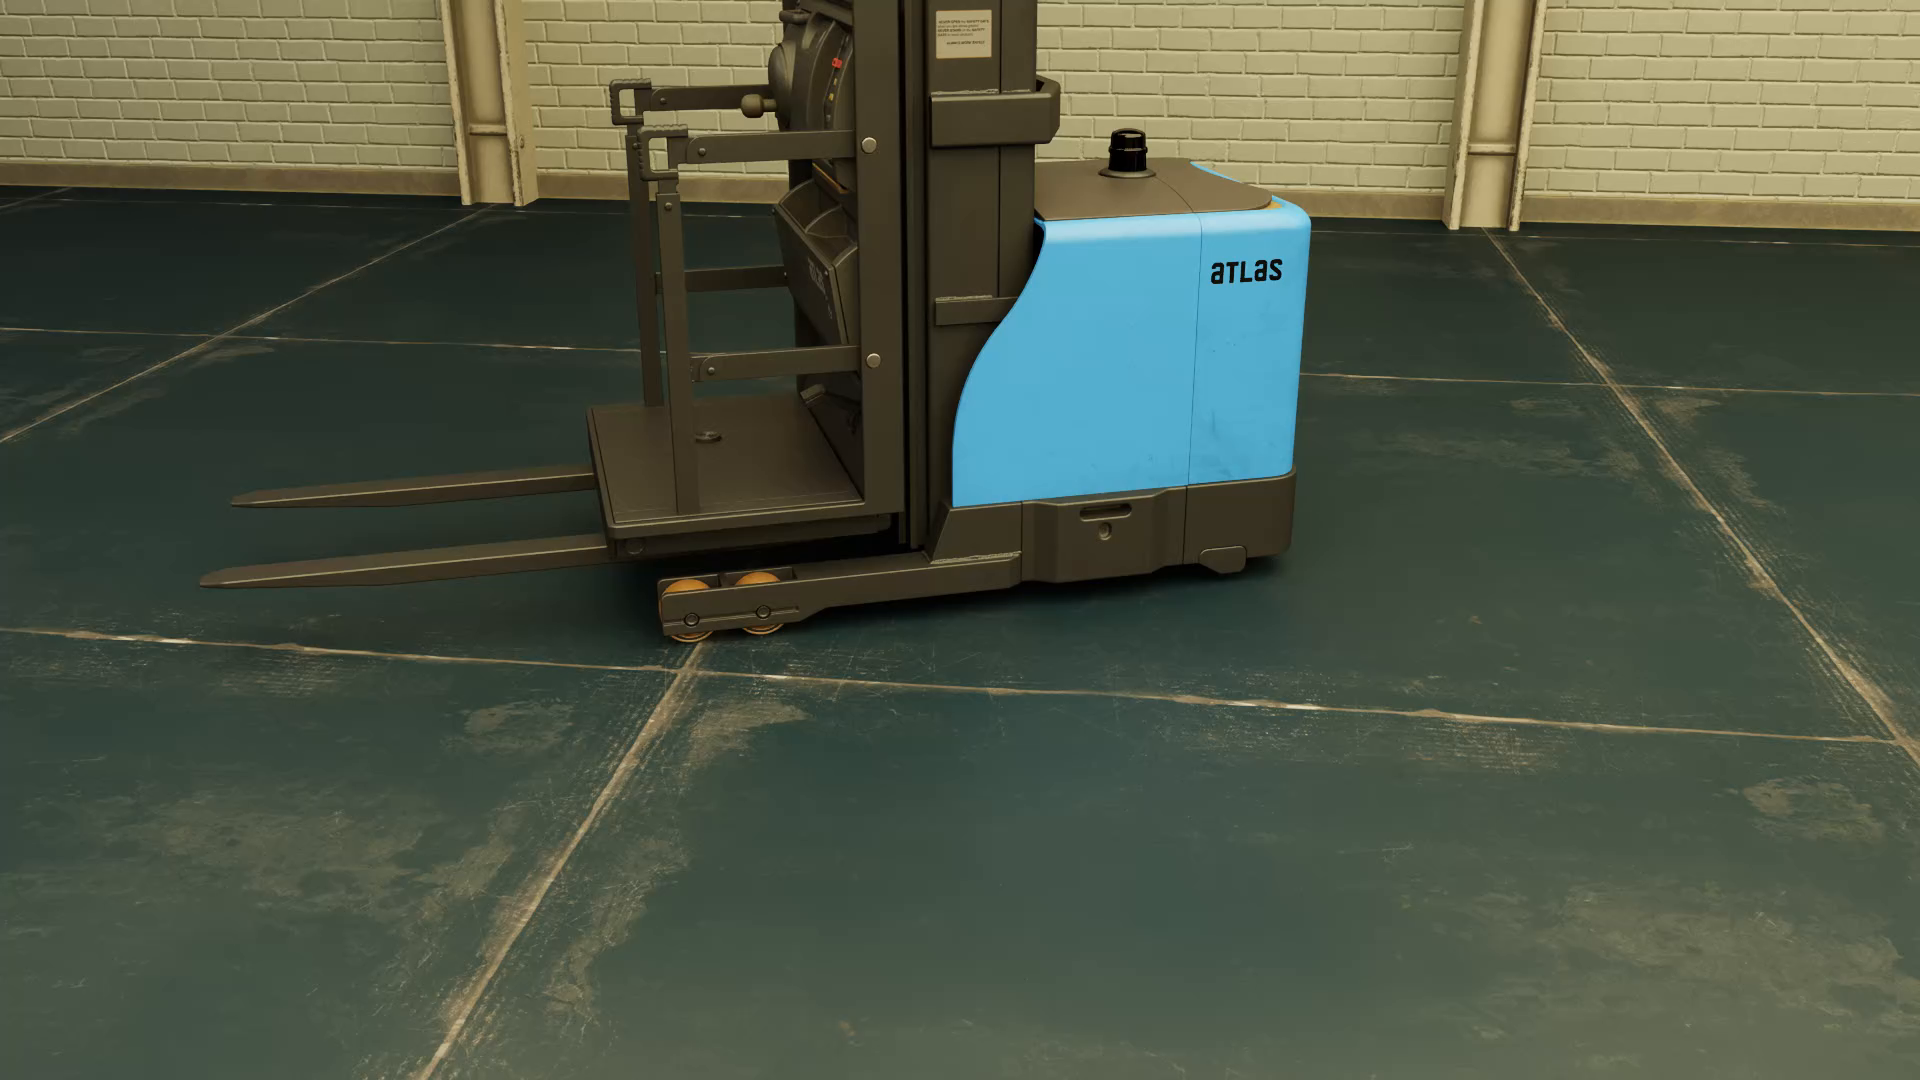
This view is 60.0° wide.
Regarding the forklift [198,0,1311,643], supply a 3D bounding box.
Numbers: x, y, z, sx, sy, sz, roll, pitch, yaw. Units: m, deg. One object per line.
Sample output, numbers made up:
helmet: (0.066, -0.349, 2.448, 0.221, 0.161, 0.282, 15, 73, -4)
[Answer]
forklift: (-0.588, -1.301, 4.485, 3.031, 2.935, 1.130, -6, 23, -14)
